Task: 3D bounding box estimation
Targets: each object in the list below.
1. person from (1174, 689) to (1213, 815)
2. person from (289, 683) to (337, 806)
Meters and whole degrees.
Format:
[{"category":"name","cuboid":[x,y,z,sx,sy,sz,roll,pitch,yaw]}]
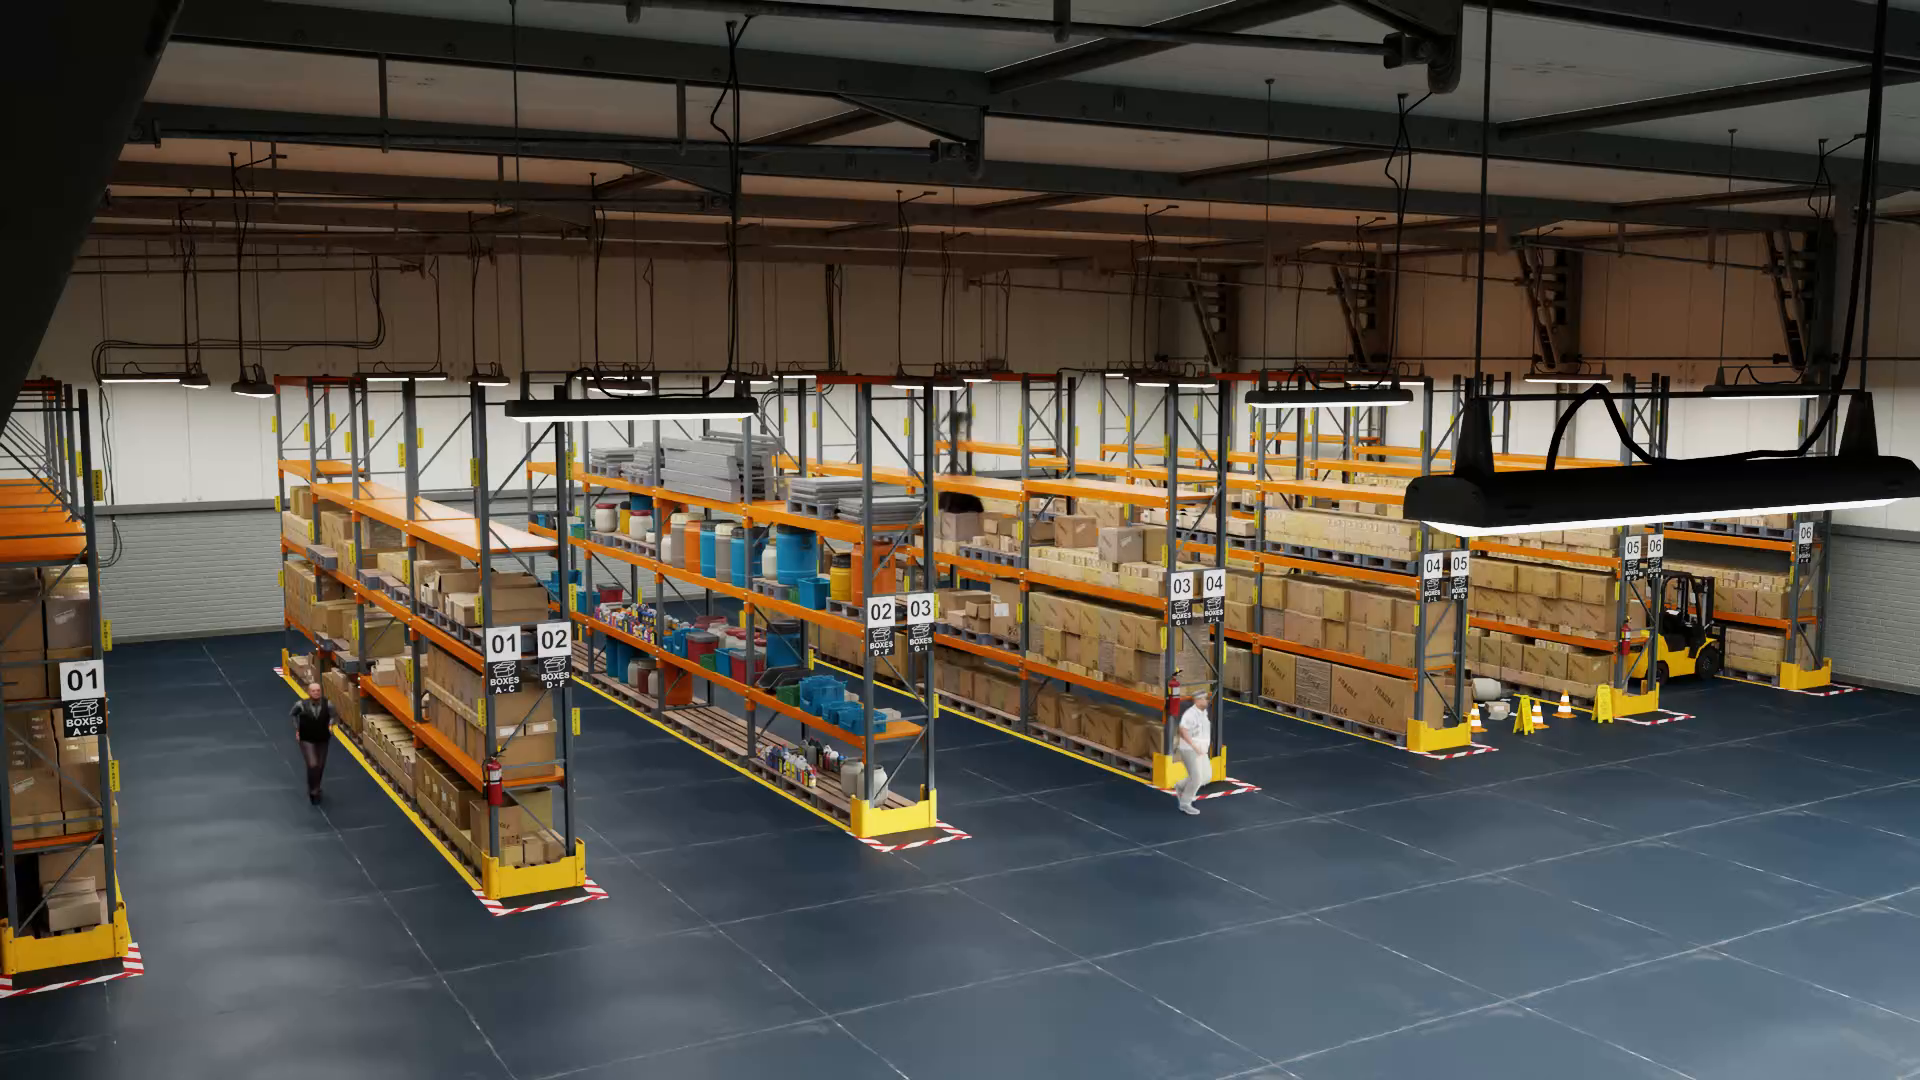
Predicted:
[{"category":"person","cuboid":[3.280,2.934,23.370,0.565,1.715,0.708,4,7,32]},{"category":"person","cuboid":[-9.213,2.906,23.771,0.595,1.772,0.874,-5,8,-37]}]
